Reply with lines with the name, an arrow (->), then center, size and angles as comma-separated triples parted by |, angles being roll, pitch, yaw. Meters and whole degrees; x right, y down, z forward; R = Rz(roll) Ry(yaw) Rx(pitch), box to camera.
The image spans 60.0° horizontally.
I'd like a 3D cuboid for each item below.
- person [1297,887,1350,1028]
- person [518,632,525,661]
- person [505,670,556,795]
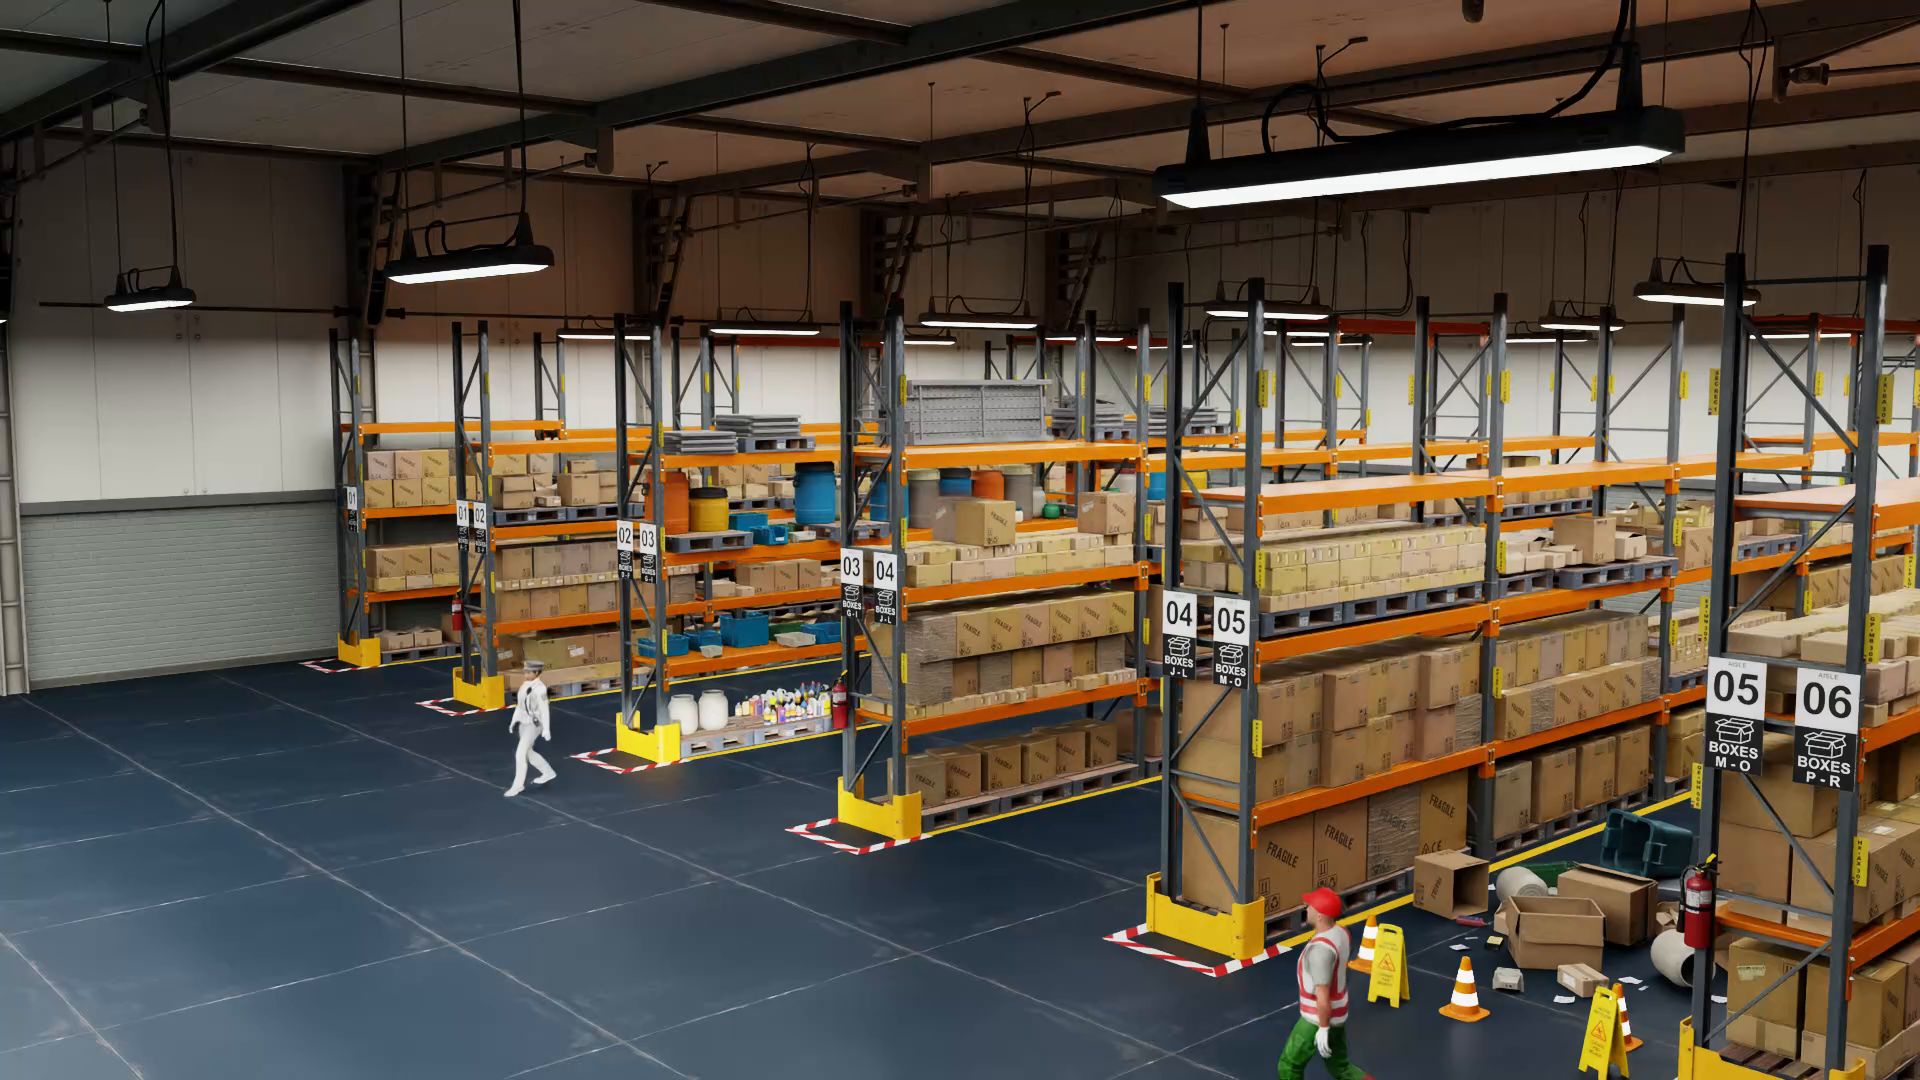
person -> 2.470, 3.191, 11.133 | 1.012, 1.752, 0.532 | 2, 6, 20
person -> -7.962, 1.475, 29.216 | 0.569, 1.685, 0.738 | 5, 8, 43
person -> -5.349, 2.327, 20.704 | 0.731, 1.651, 0.545 | -5, 8, -43
